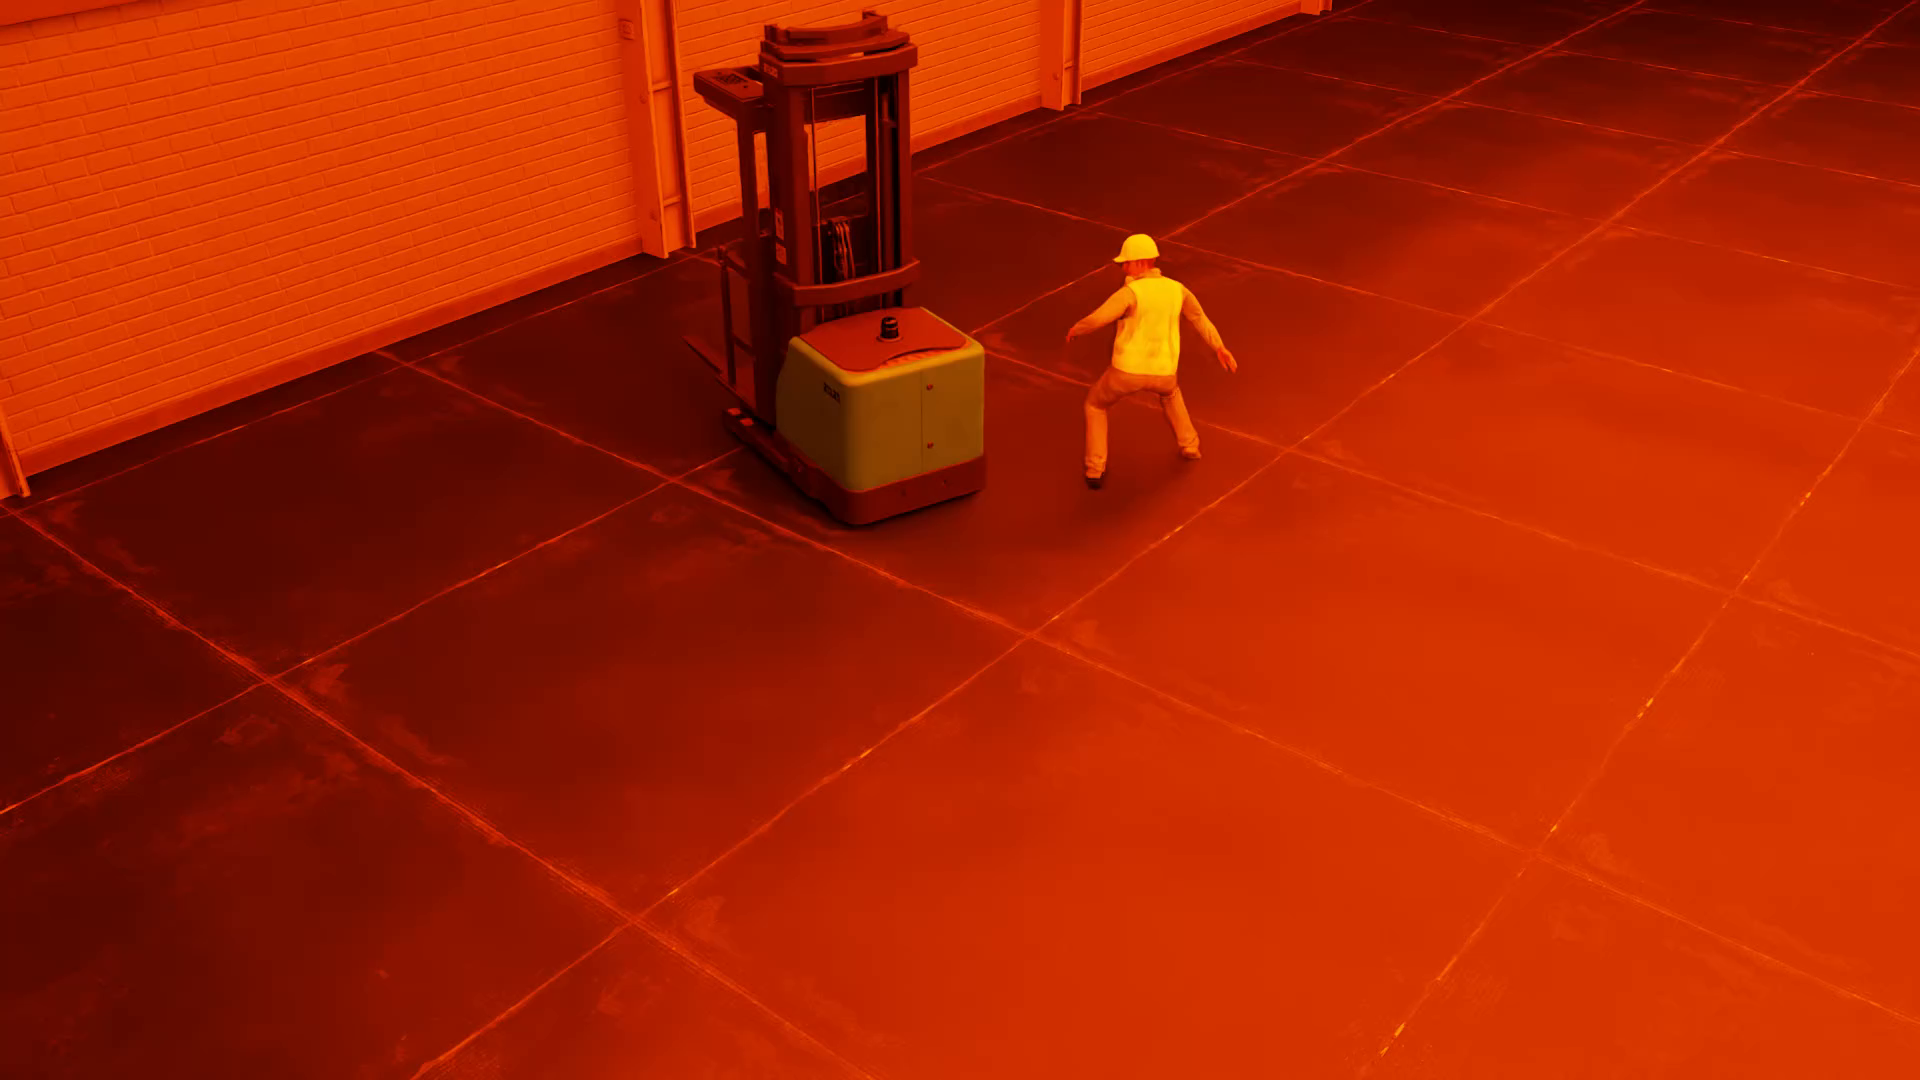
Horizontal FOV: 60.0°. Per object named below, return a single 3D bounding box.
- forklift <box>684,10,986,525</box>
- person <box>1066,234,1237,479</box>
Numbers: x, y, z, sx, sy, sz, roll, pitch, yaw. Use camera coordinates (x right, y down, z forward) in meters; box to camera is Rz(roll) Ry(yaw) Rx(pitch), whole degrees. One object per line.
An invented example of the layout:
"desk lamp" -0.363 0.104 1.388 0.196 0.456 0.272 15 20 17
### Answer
"forklift" -1.033 -2.066 11.131 1.130 2.935 3.031 -17 35 -27
"person" 1.255 -1.159 10.996 1.023 1.718 0.571 -8 31 -13
